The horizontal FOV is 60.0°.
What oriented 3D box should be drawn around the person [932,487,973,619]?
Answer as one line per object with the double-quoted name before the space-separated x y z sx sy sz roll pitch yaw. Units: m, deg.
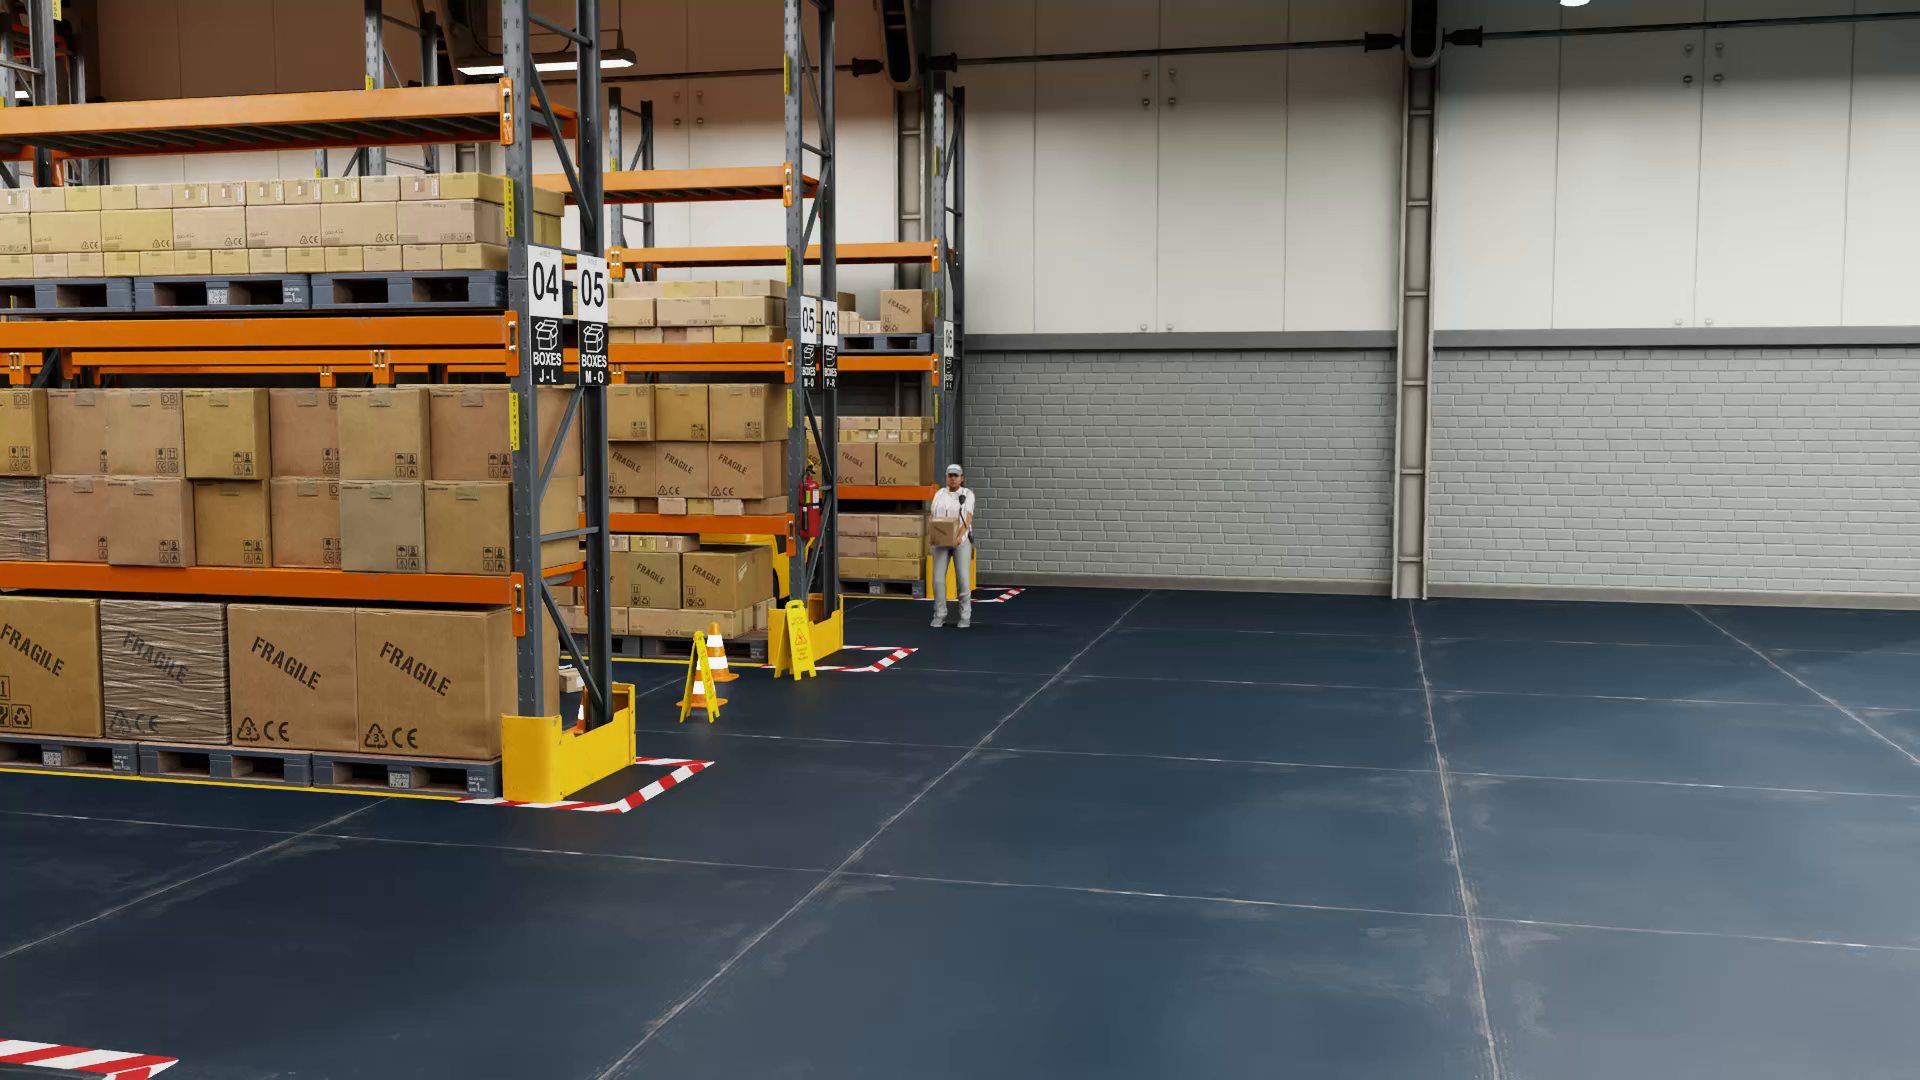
"person" -0.089 0.137 16.983 0.425 1.350 0.384 1 5 15
